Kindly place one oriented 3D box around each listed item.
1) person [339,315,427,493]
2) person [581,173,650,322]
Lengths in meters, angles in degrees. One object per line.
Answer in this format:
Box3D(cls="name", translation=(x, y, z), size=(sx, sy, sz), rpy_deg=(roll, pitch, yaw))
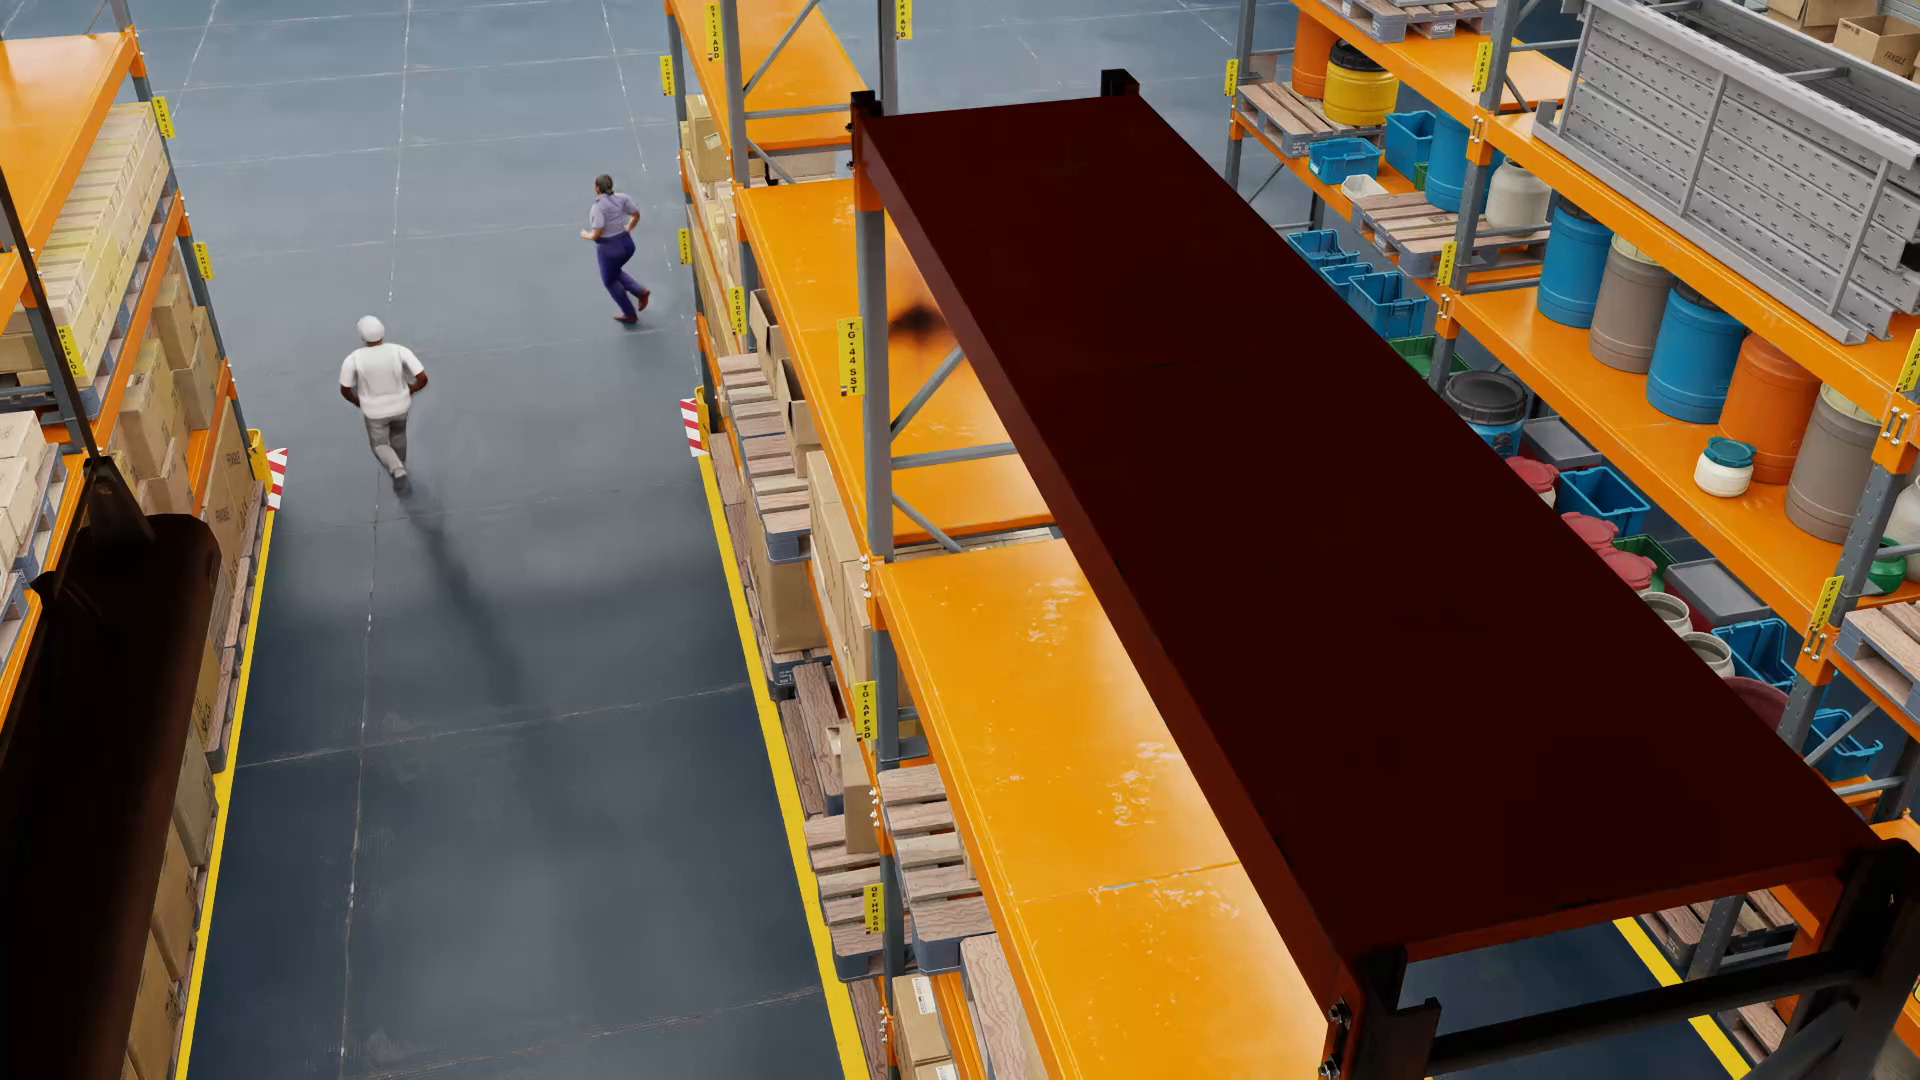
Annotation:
Box3D(cls="person", translation=(-4.902, -1.119, 14.240), size=(0.689, 1.741, 0.933), rpy_deg=(-19, 39, -25))
Box3D(cls="person", translation=(-3.573, -2.979, 17.046), size=(0.567, 1.600, 0.594), rpy_deg=(16, 38, 22))
